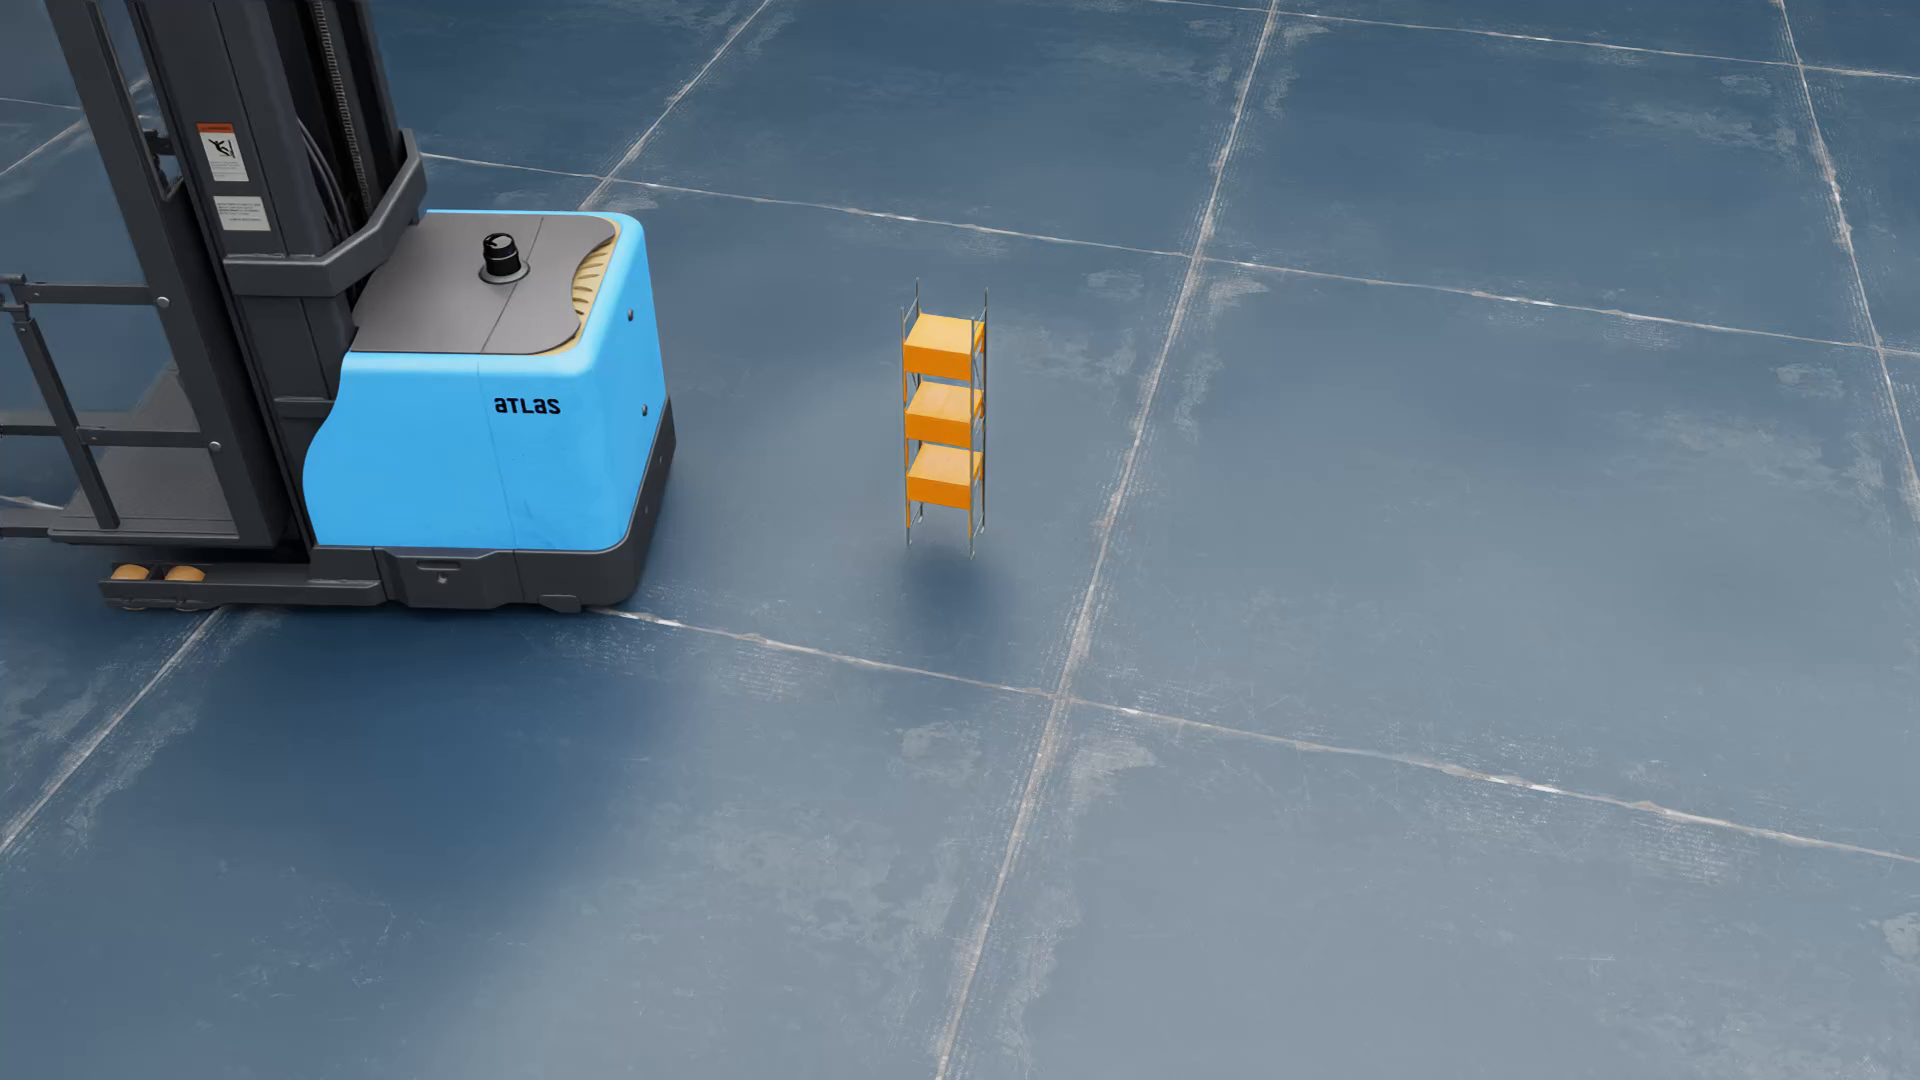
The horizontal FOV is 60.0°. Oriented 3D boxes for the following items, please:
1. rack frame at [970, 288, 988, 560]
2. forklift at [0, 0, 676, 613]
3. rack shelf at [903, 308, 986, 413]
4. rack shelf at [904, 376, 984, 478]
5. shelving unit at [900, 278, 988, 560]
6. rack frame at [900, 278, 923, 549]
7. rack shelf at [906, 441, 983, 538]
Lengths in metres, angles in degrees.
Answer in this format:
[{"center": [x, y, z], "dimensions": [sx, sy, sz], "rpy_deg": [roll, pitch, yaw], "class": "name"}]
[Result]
[{"center": [0.066, -0.391, 5.899], "dimensions": [0.008, 1.050, 0.200], "rpy_deg": [10, 41, 11], "class": "rack frame"}, {"center": [-2.652, -1.206, 5.407], "dimensions": [3.031, 2.935, 1.130], "rpy_deg": [1, 40, 1], "class": "forklift"}, {"center": [-0.052, -0.620, 5.747], "dimensions": [0.240, 0.259, 0.215], "rpy_deg": [10, 41, 11], "class": "rack shelf"}, {"center": [-0.052, -0.403, 5.930], "dimensions": [0.240, 0.259, 0.215], "rpy_deg": [10, 41, 11], "class": "rack shelf"}, {"center": [-0.052, -0.411, 5.923], "dimensions": [0.252, 1.050, 0.215], "rpy_deg": [10, 41, 11], "class": "shelving unit"}, {"center": [-0.170, -0.431, 5.947], "dimensions": [0.008, 1.050, 0.200], "rpy_deg": [10, 41, 11], "class": "rack frame"}, {"center": [-0.052, -0.190, 6.109], "dimensions": [0.240, 0.259, 0.215], "rpy_deg": [10, 41, 11], "class": "rack shelf"}]
